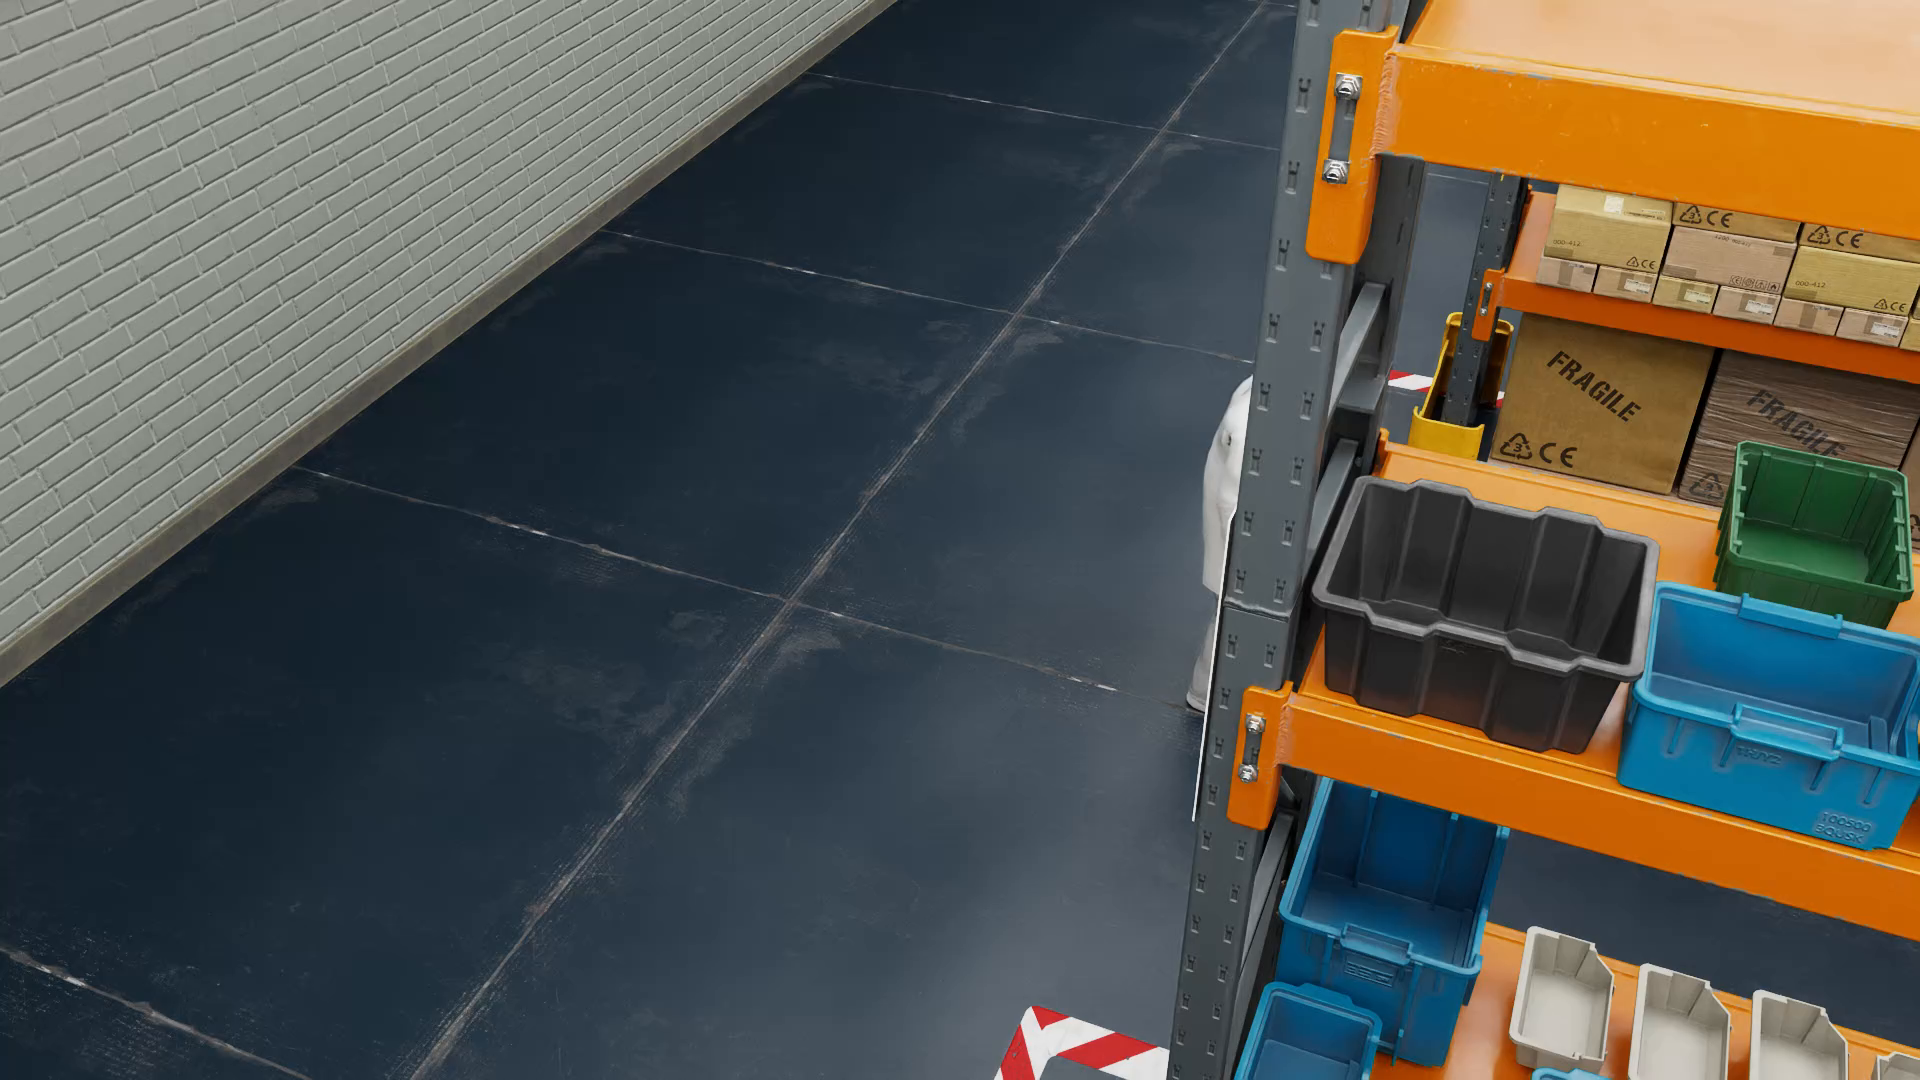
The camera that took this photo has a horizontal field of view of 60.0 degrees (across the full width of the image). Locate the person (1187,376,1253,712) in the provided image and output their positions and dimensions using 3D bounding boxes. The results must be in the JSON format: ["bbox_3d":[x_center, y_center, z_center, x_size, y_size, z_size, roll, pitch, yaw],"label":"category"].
[{"bbox_3d":[1.207,-0.063,6.917,0.415,1.774,0.654,13,39,17],"label":"person"}]
